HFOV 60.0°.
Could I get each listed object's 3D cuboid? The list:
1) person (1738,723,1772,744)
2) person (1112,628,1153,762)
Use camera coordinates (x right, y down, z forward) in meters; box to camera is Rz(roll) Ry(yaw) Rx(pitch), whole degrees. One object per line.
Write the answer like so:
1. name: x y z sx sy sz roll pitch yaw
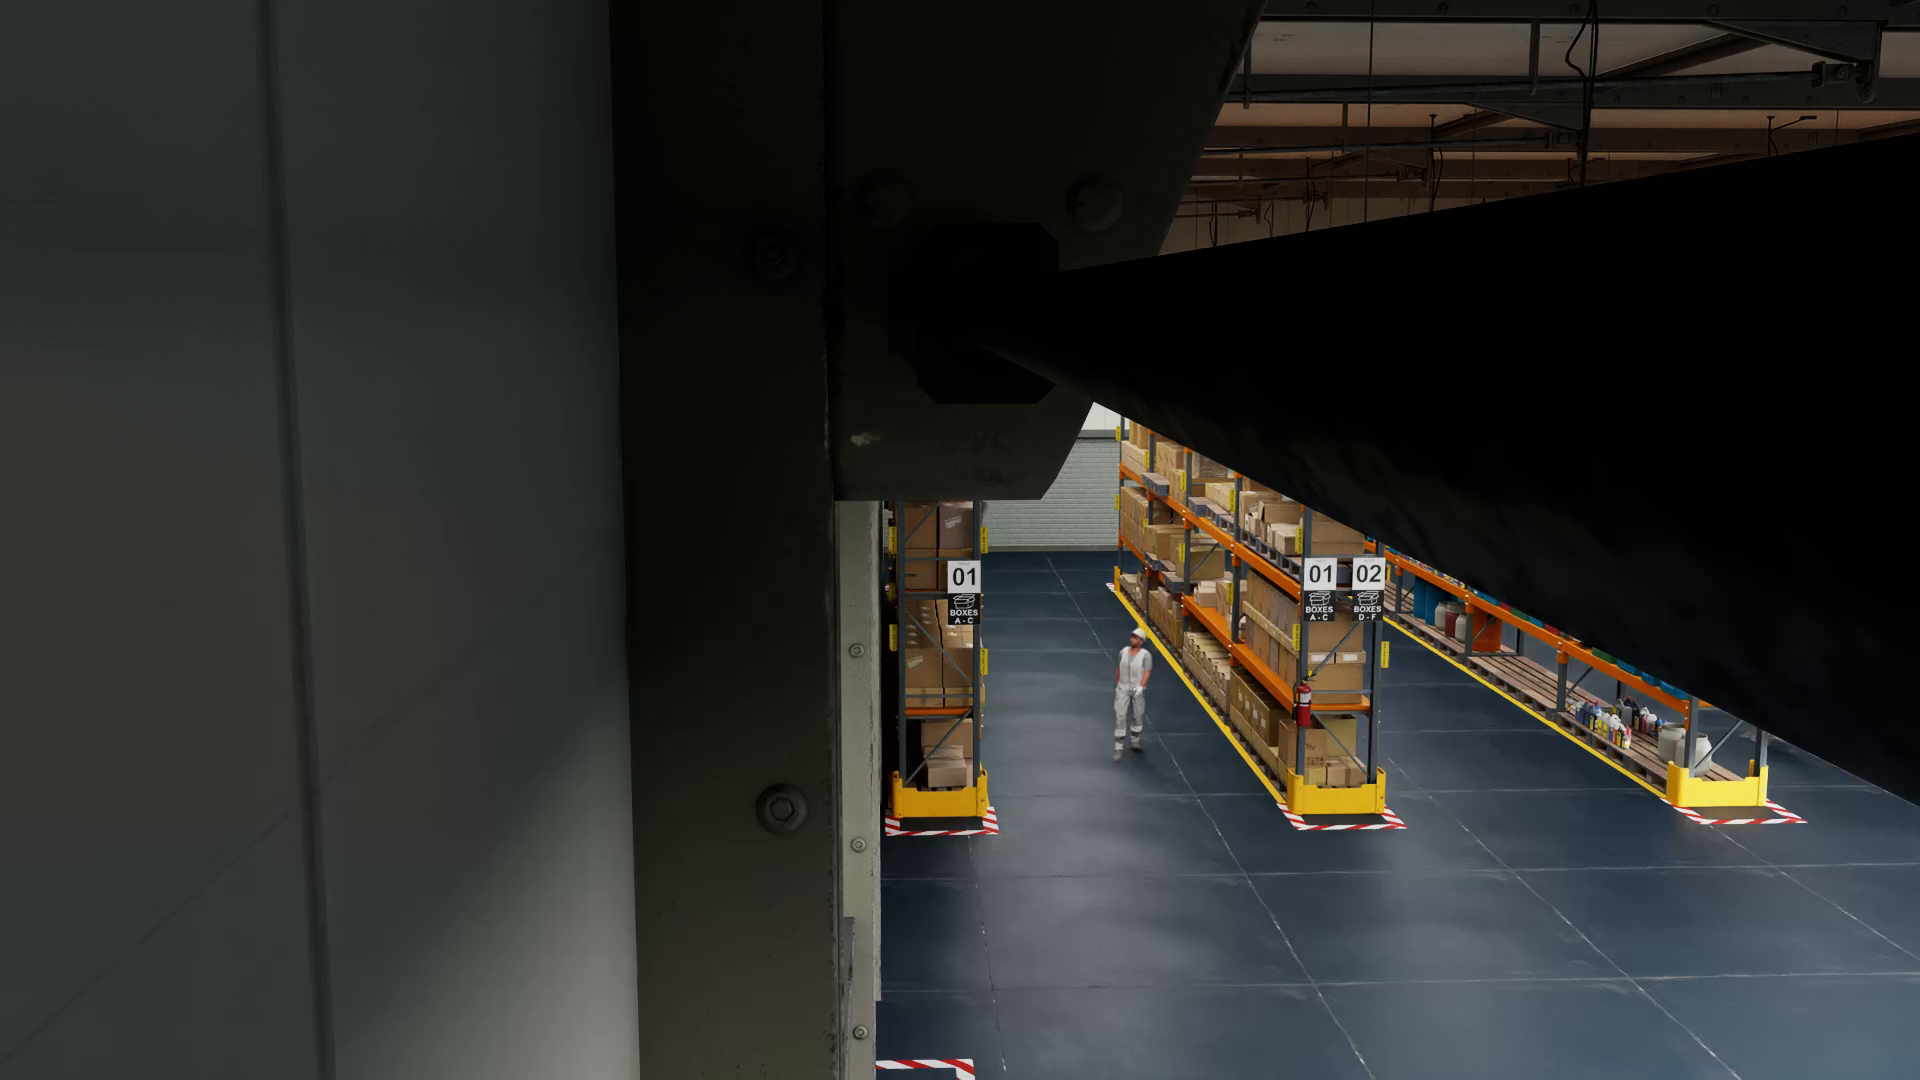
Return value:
1. person: 11.525 2.074 23.879 0.466 1.694 0.484 1 8 5
2. person: 2.402 2.128 23.143 0.530 1.759 0.861 2 8 13
